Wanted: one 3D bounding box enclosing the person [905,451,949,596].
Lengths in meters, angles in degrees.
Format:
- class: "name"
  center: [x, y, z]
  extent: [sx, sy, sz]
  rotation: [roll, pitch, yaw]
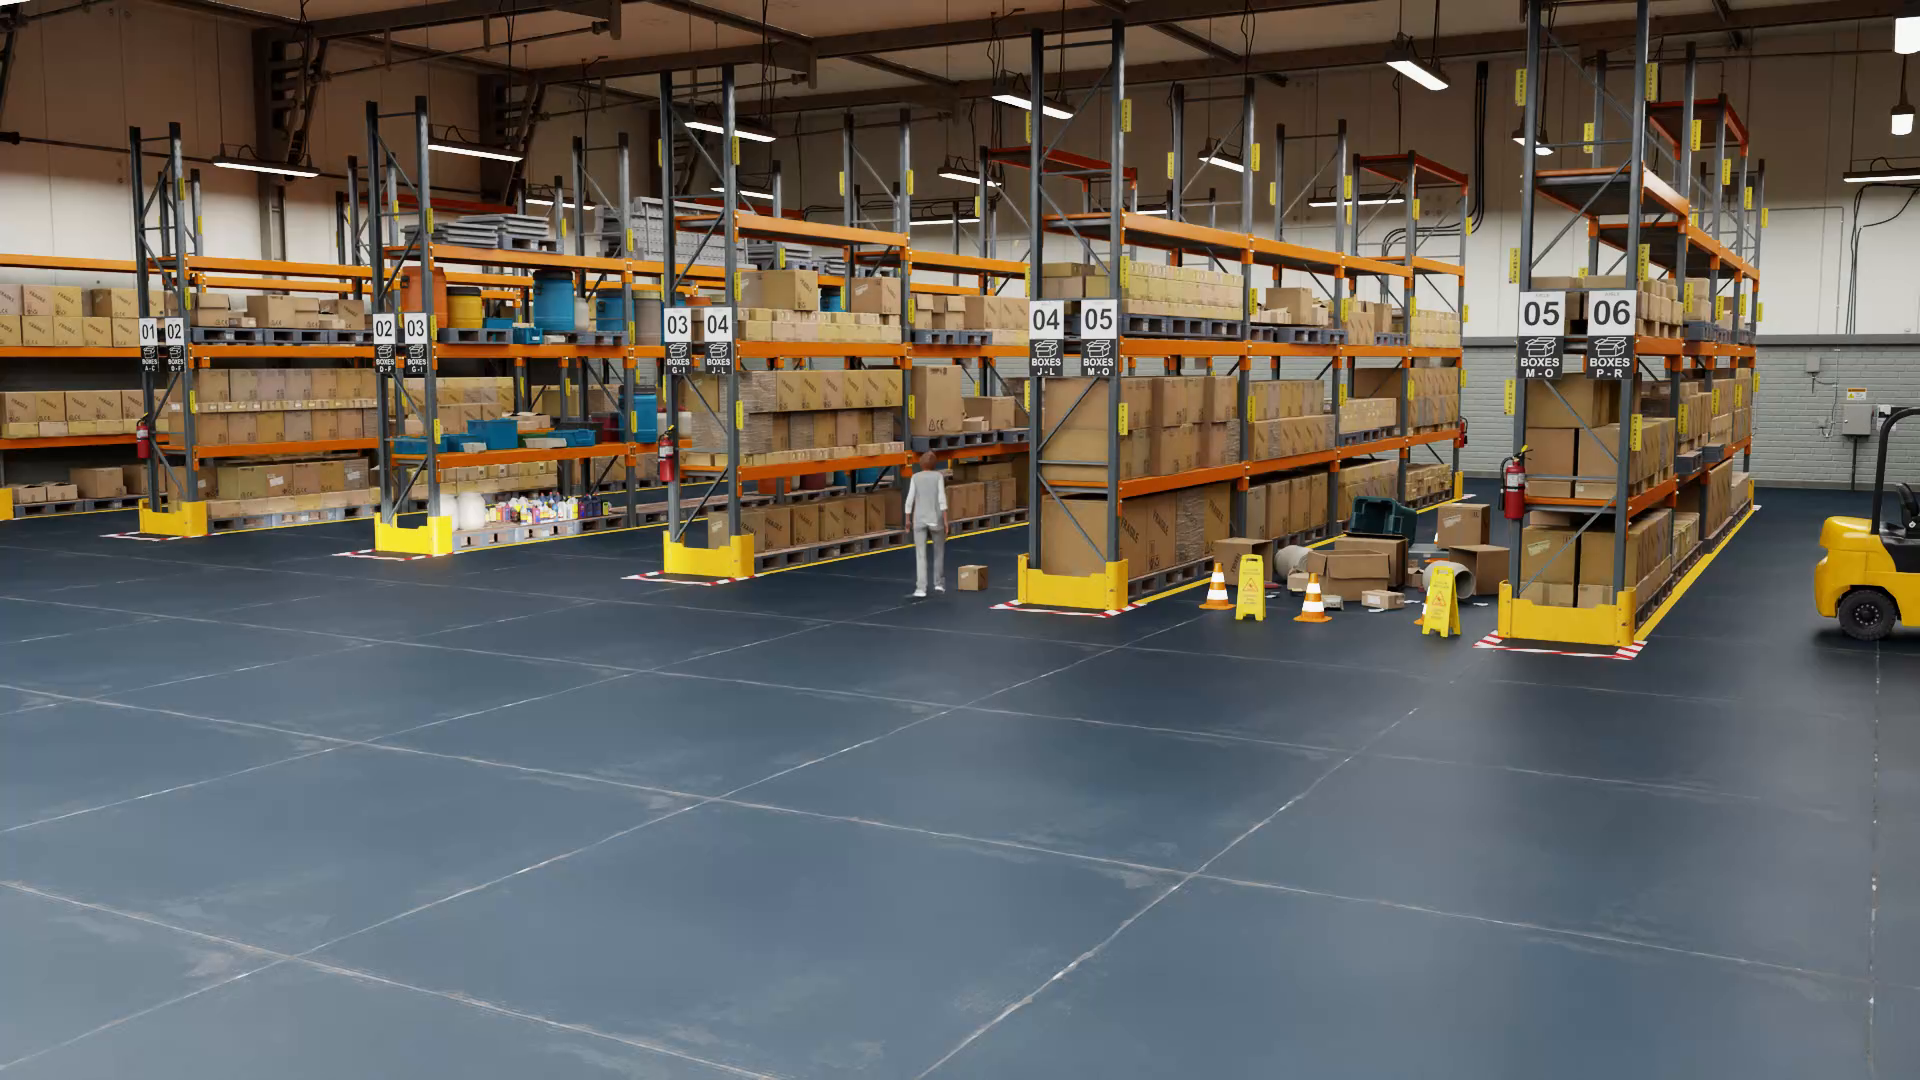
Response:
- class: "person"
  center: [-0.365, -0.178, 18.213]
  extent: [0.493, 1.562, 0.781]
  rotation: [0, 6, 3]
